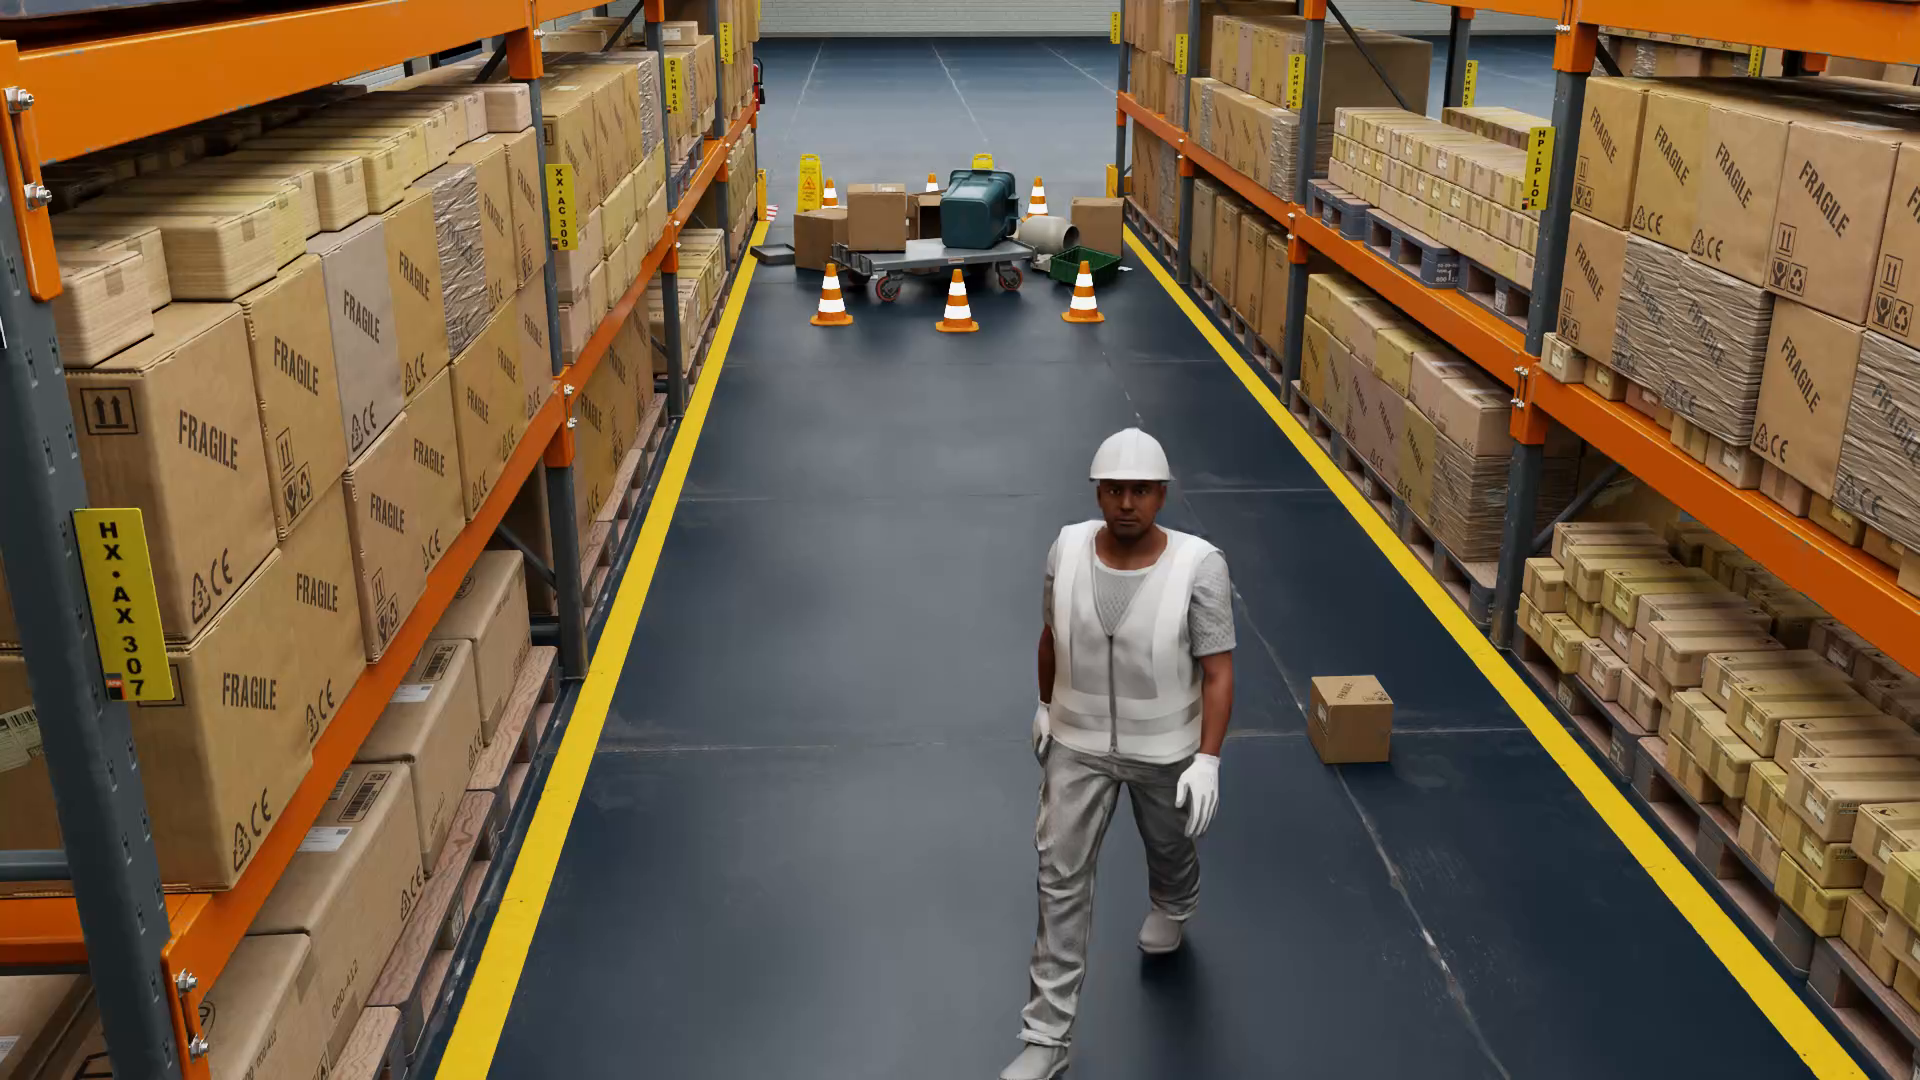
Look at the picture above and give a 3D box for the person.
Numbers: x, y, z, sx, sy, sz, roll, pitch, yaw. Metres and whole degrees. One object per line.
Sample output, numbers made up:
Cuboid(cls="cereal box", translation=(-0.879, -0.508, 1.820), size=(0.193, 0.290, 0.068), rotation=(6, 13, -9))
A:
Cuboid(cls="person", translation=(0.432, 0.558, 4.519), size=(0.597, 1.726, 1.083), rotation=(6, 21, 15))
